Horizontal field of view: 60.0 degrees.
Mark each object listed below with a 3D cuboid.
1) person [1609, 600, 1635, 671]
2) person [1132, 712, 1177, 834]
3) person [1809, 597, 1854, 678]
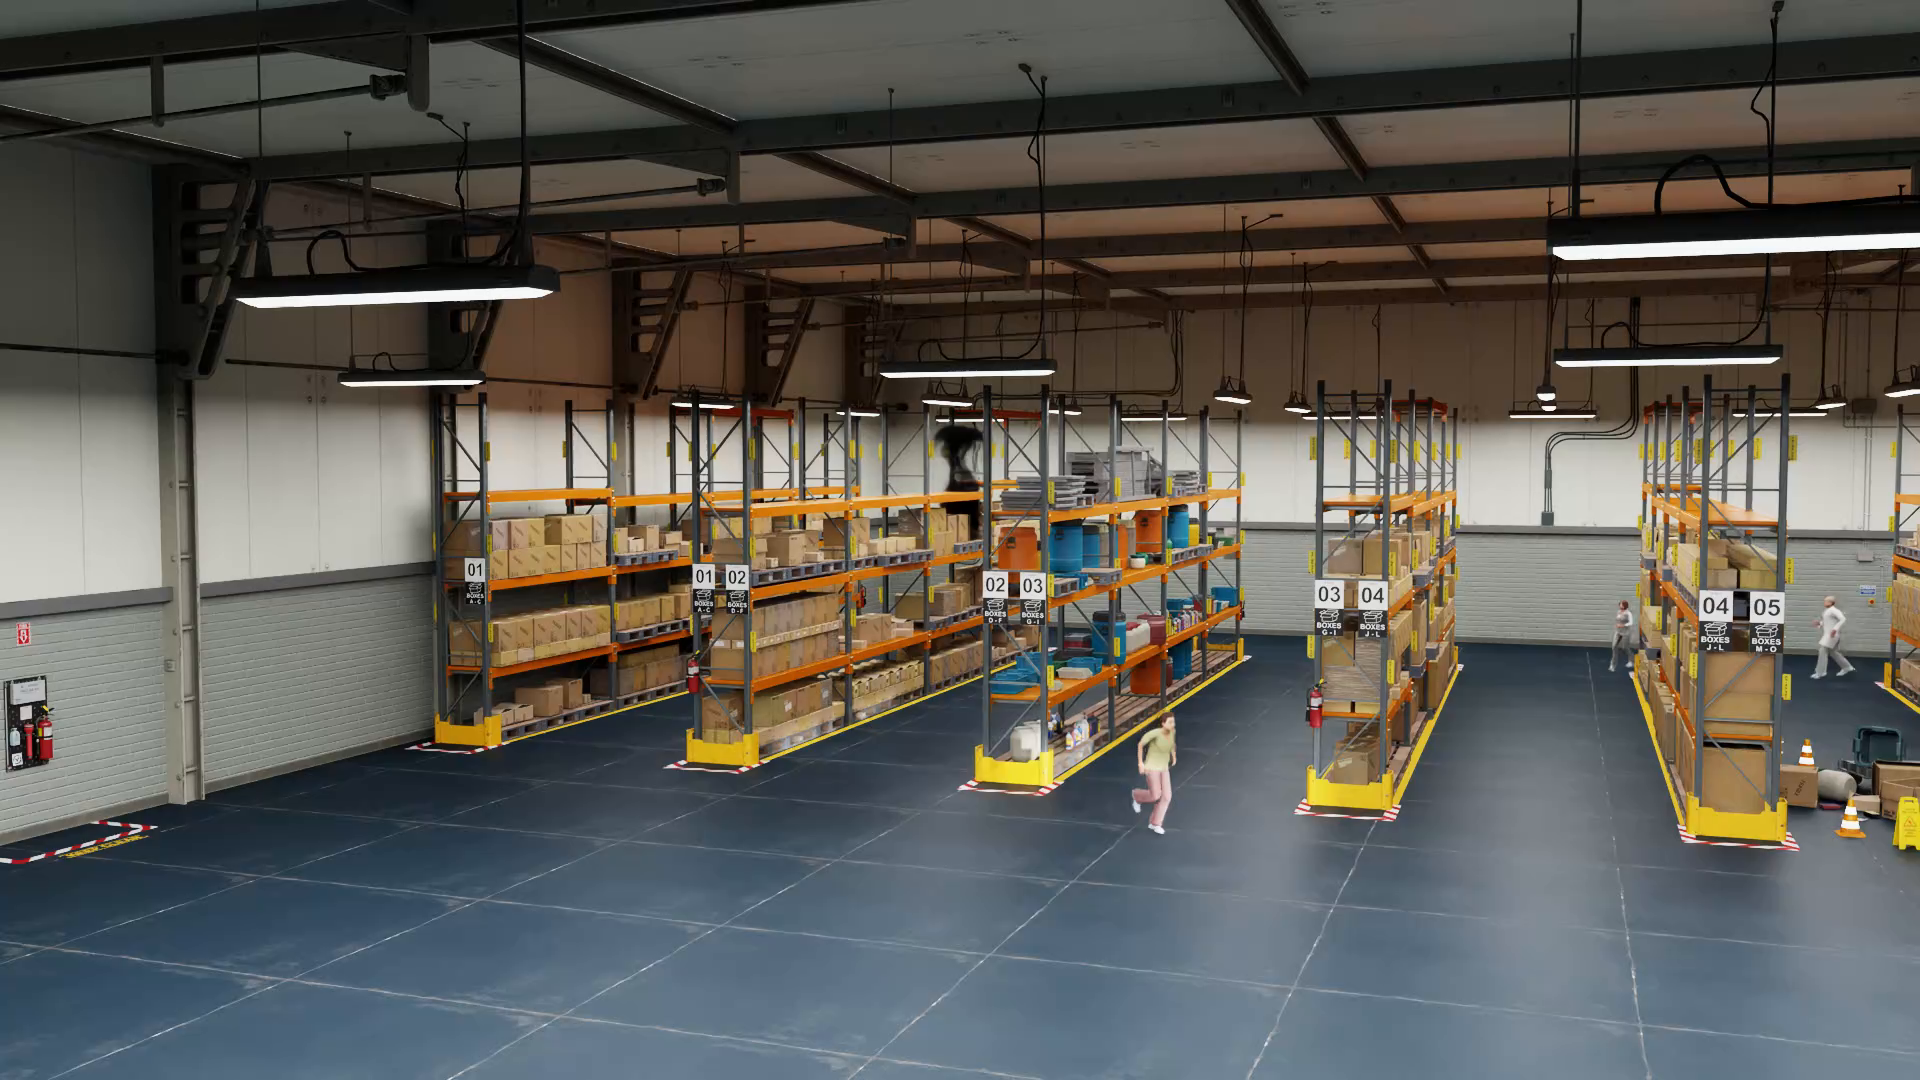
[{"bbox_3d":[15.209,2.189,38.071,0.749,1.647,0.533,-2,3,-29],"label":"person"},{"bbox_3d":[2.573,3.051,22.056,0.576,1.612,0.777,-2,4,-38],"label":"person"},{"bbox_3d":[19.228,2.167,36.651,0.904,1.837,0.729,1,3,22],"label":"person"}]
